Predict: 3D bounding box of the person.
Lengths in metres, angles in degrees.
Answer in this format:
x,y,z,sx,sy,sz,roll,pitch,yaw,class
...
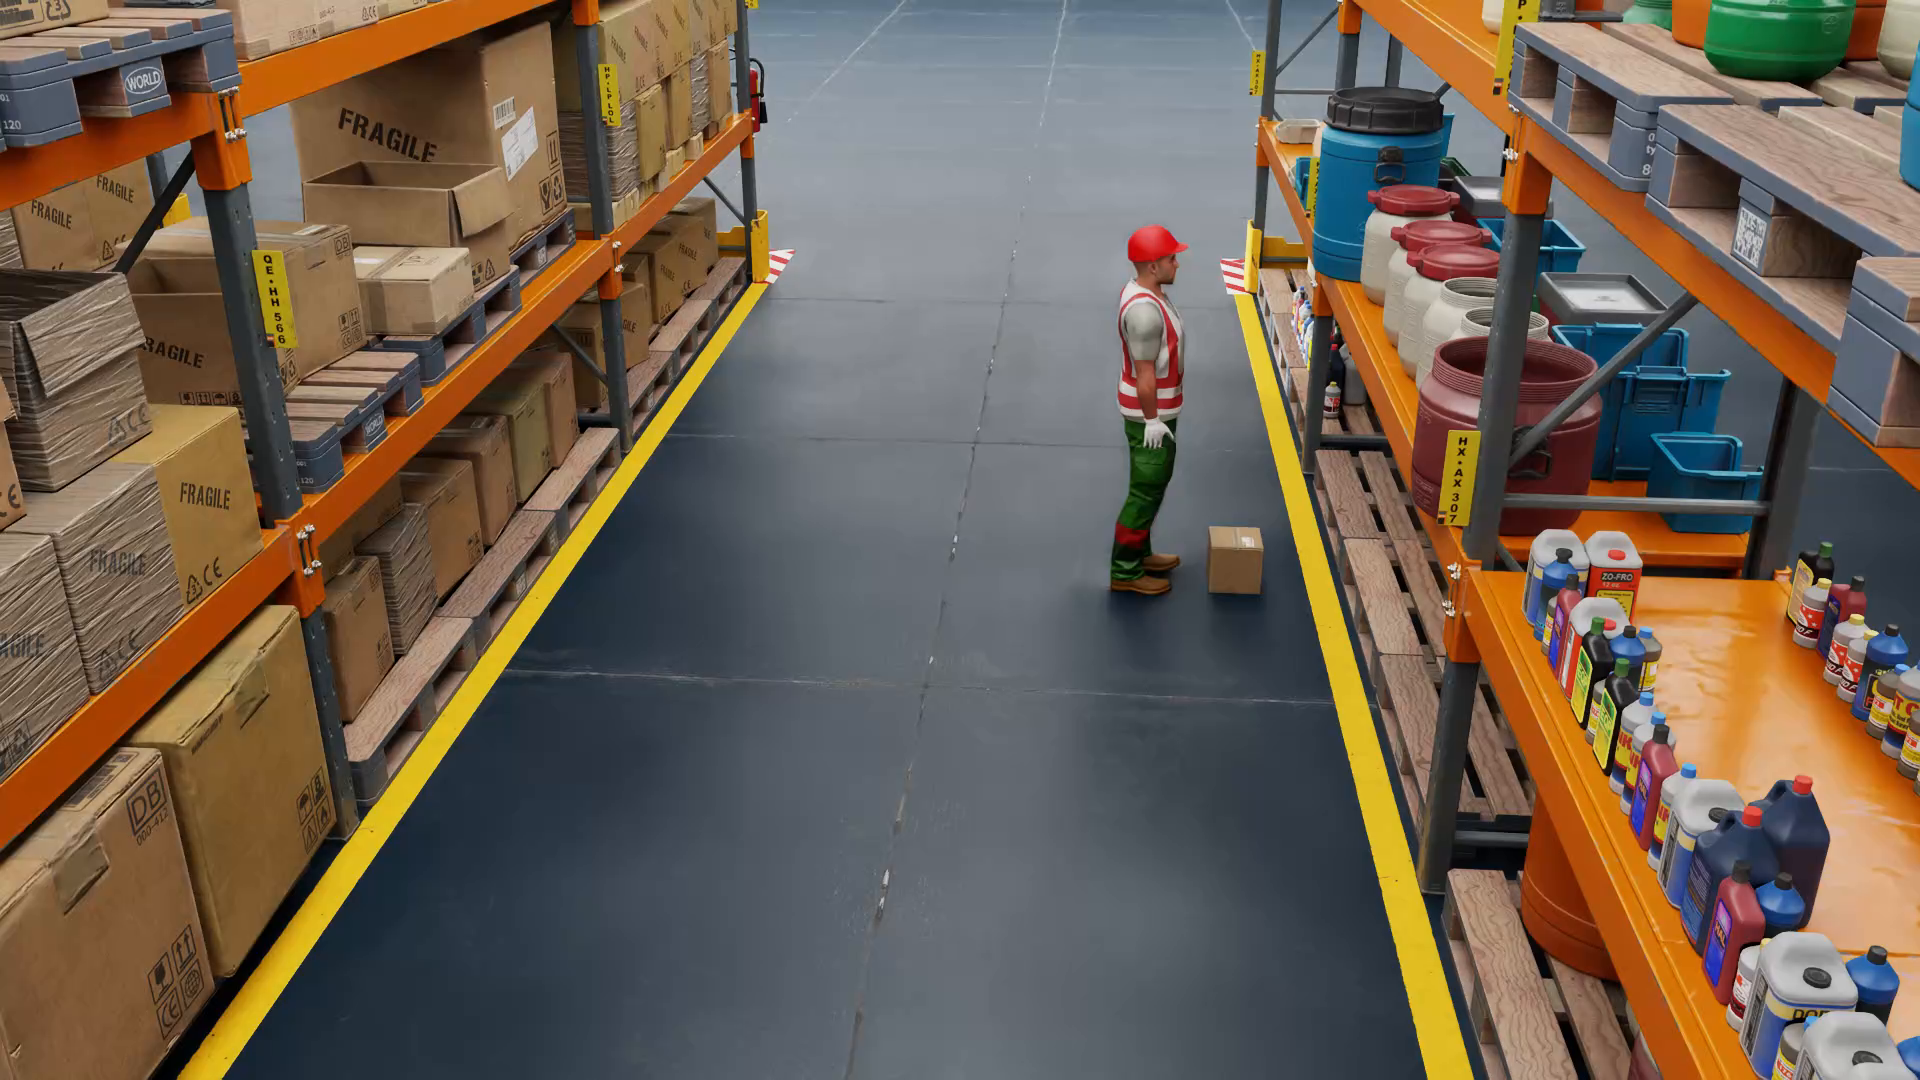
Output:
x,y,z,sx,sy,sz,roll,pitch,yaw,class
0.920,-0.619,7.957,0.364,1.785,0.524,2,24,5,person
